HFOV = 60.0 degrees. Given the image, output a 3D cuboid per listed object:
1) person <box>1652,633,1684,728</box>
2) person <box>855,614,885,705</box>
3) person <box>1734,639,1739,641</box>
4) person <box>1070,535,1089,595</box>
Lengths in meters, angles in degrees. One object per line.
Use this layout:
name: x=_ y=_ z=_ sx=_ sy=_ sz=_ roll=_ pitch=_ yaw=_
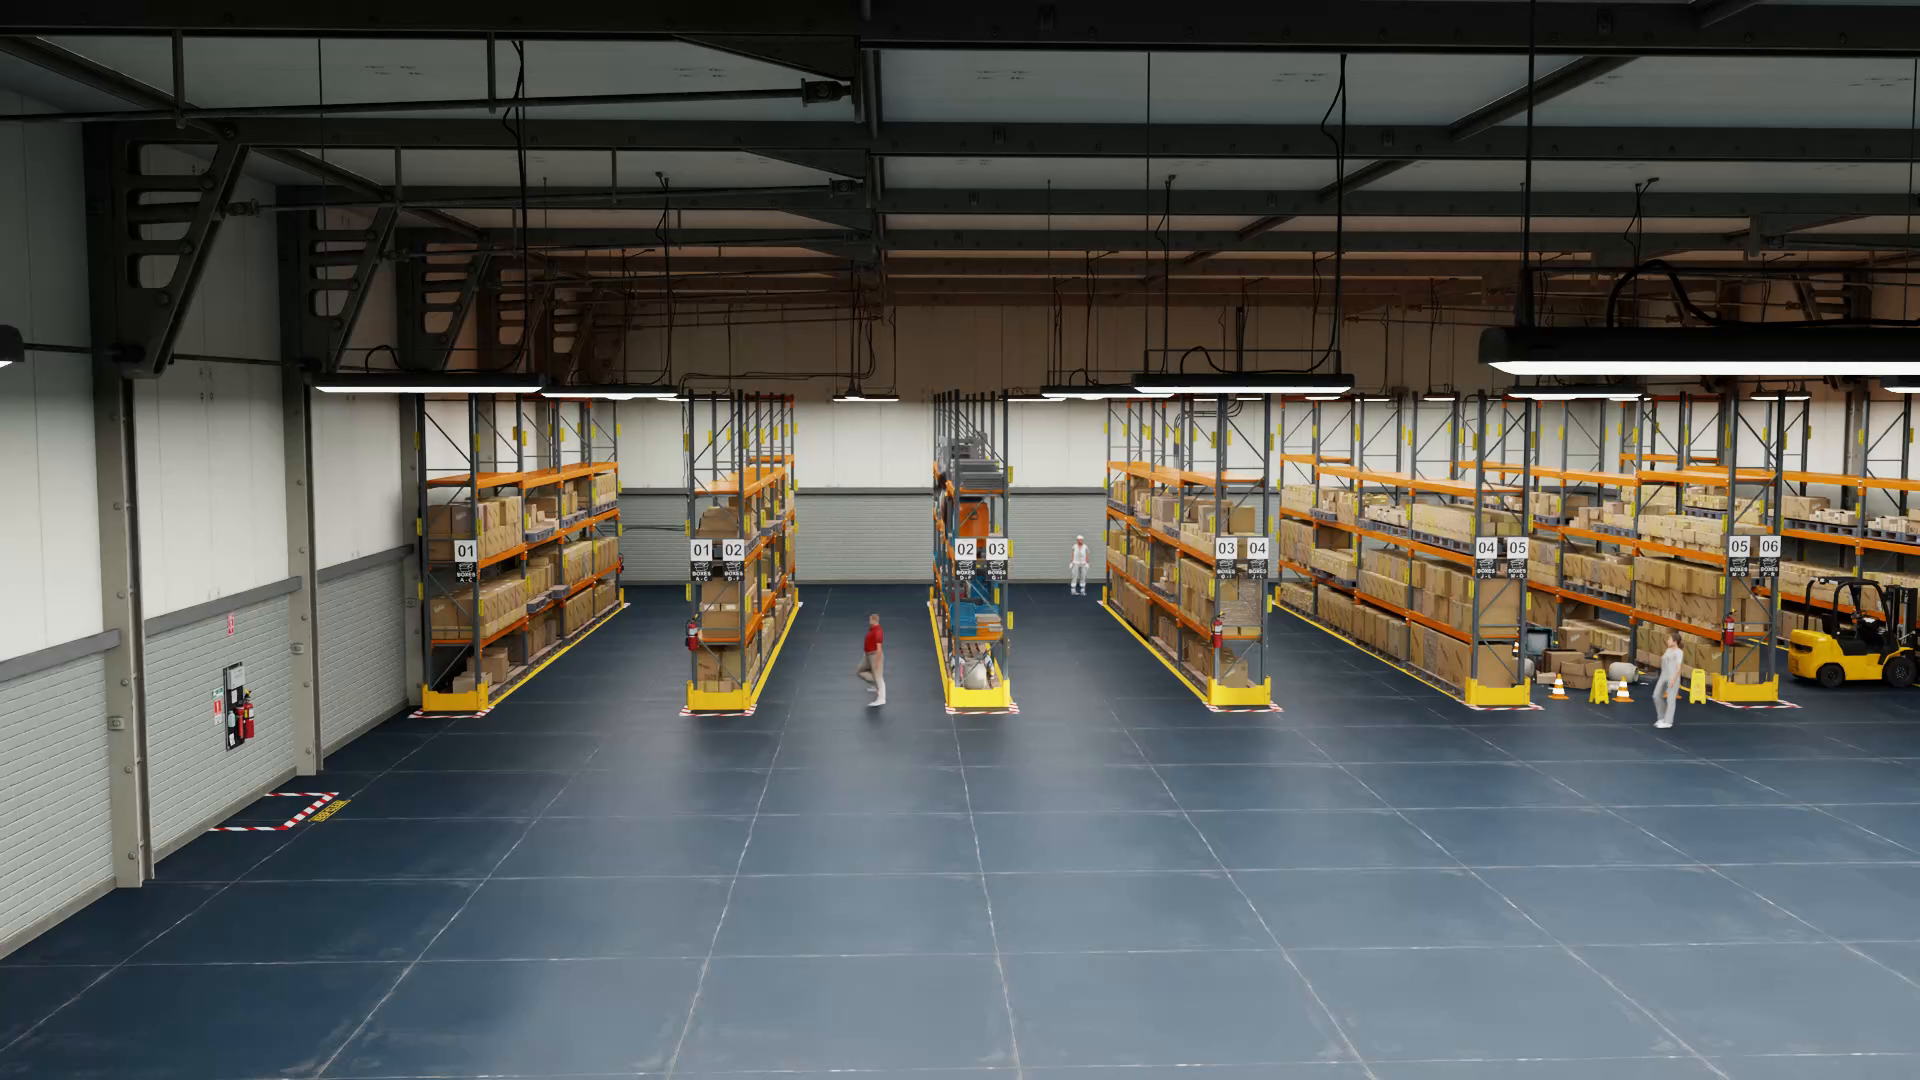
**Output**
person: x=12.570 y=2.513 z=29.495 sx=0.483 sy=1.680 sz=0.481 roll=-3 pitch=5 yaw=-28
person: x=-1.685 y=2.267 z=31.659 sx=0.492 sy=1.727 sz=0.644 roll=-2 pitch=5 yaw=-19
person: x=16.988 y=1.960 z=36.426 sx=0.525 sy=1.695 sz=0.502 roll=4 pitch=6 yaw=41
person: x=3.581 y=0.753 z=49.879 sx=0.590 sy=1.802 sz=0.378 roll=-1 pitch=5 yaw=-17
